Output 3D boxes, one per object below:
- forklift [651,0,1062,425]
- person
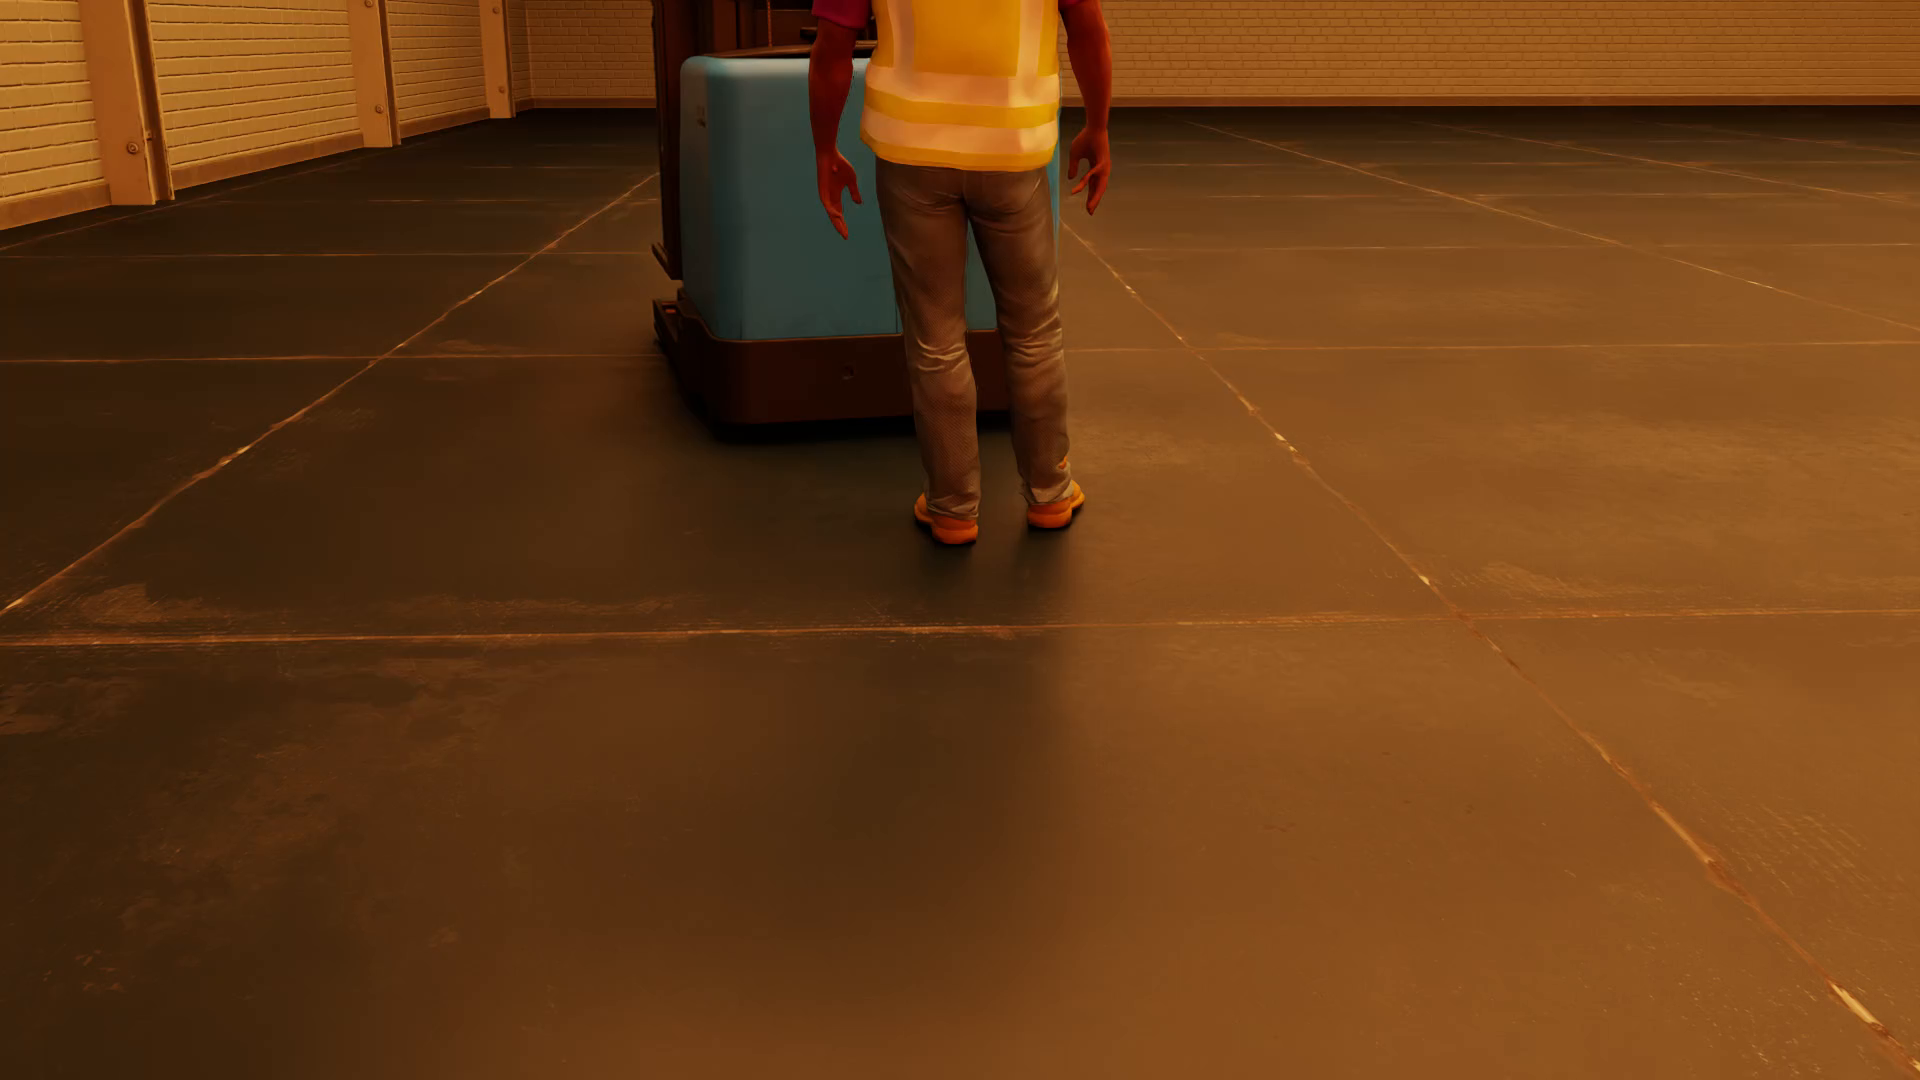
[{"bbox_3d":[-0.557,-2.123,5.848,1.130,2.935,3.031,-4,18,-14],"label":"forklift"},{"bbox_3d":[0.002,-0.872,3.724,0.666,1.765,0.577,-1,17,-3],"label":"person"}]
